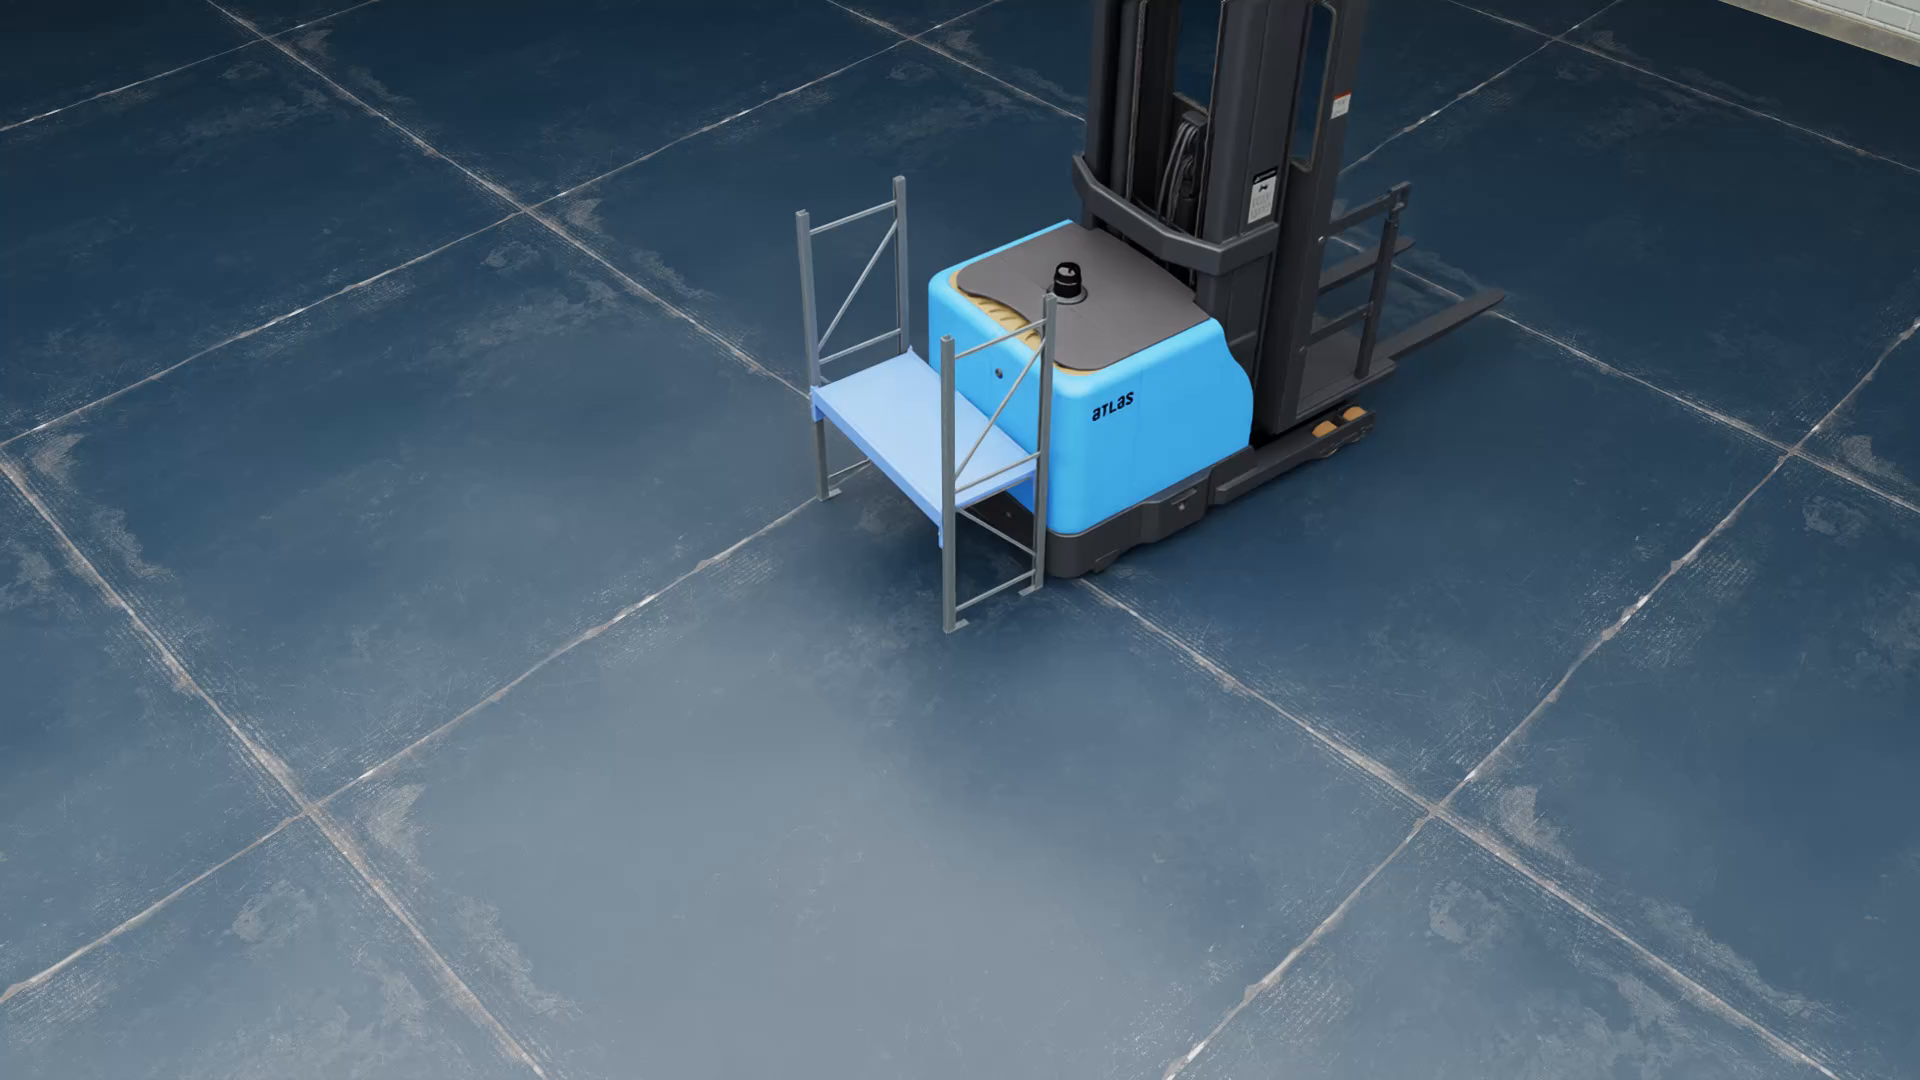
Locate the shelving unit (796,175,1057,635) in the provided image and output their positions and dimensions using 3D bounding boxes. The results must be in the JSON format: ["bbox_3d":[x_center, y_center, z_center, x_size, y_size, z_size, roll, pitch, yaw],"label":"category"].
[{"bbox_3d":[-0.145,-0.544,6.851,0.538,1.500,1.048,-25,48,-25],"label":"shelving unit"}]

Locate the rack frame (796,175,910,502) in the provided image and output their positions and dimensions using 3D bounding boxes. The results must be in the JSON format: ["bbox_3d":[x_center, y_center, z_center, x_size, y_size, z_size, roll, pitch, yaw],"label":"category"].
[{"bbox_3d":[-0.434,-0.828,7.158,0.500,1.500,0.032,-25,48,-25],"label":"rack frame"}]

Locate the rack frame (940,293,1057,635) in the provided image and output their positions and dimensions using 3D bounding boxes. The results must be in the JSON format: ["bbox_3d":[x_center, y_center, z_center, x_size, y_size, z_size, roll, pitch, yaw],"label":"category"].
[{"bbox_3d":[0.143,-0.260,6.543,0.500,1.500,0.032,-25,48,-25],"label":"rack frame"}]

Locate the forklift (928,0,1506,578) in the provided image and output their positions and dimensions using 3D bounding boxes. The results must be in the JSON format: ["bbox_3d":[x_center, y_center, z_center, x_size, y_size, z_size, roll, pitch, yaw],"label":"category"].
[{"bbox_3d":[1.339,-1.728,7.078,3.031,2.935,1.130,-27,49,-26],"label":"forklift"}]

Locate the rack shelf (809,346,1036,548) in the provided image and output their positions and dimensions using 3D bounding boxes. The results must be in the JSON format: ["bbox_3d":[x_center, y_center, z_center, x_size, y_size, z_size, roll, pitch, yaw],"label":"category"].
[{"bbox_3d":[-0.145,-0.412,6.973,0.538,0.185,1.000,-25,48,-25],"label":"rack shelf"}]
